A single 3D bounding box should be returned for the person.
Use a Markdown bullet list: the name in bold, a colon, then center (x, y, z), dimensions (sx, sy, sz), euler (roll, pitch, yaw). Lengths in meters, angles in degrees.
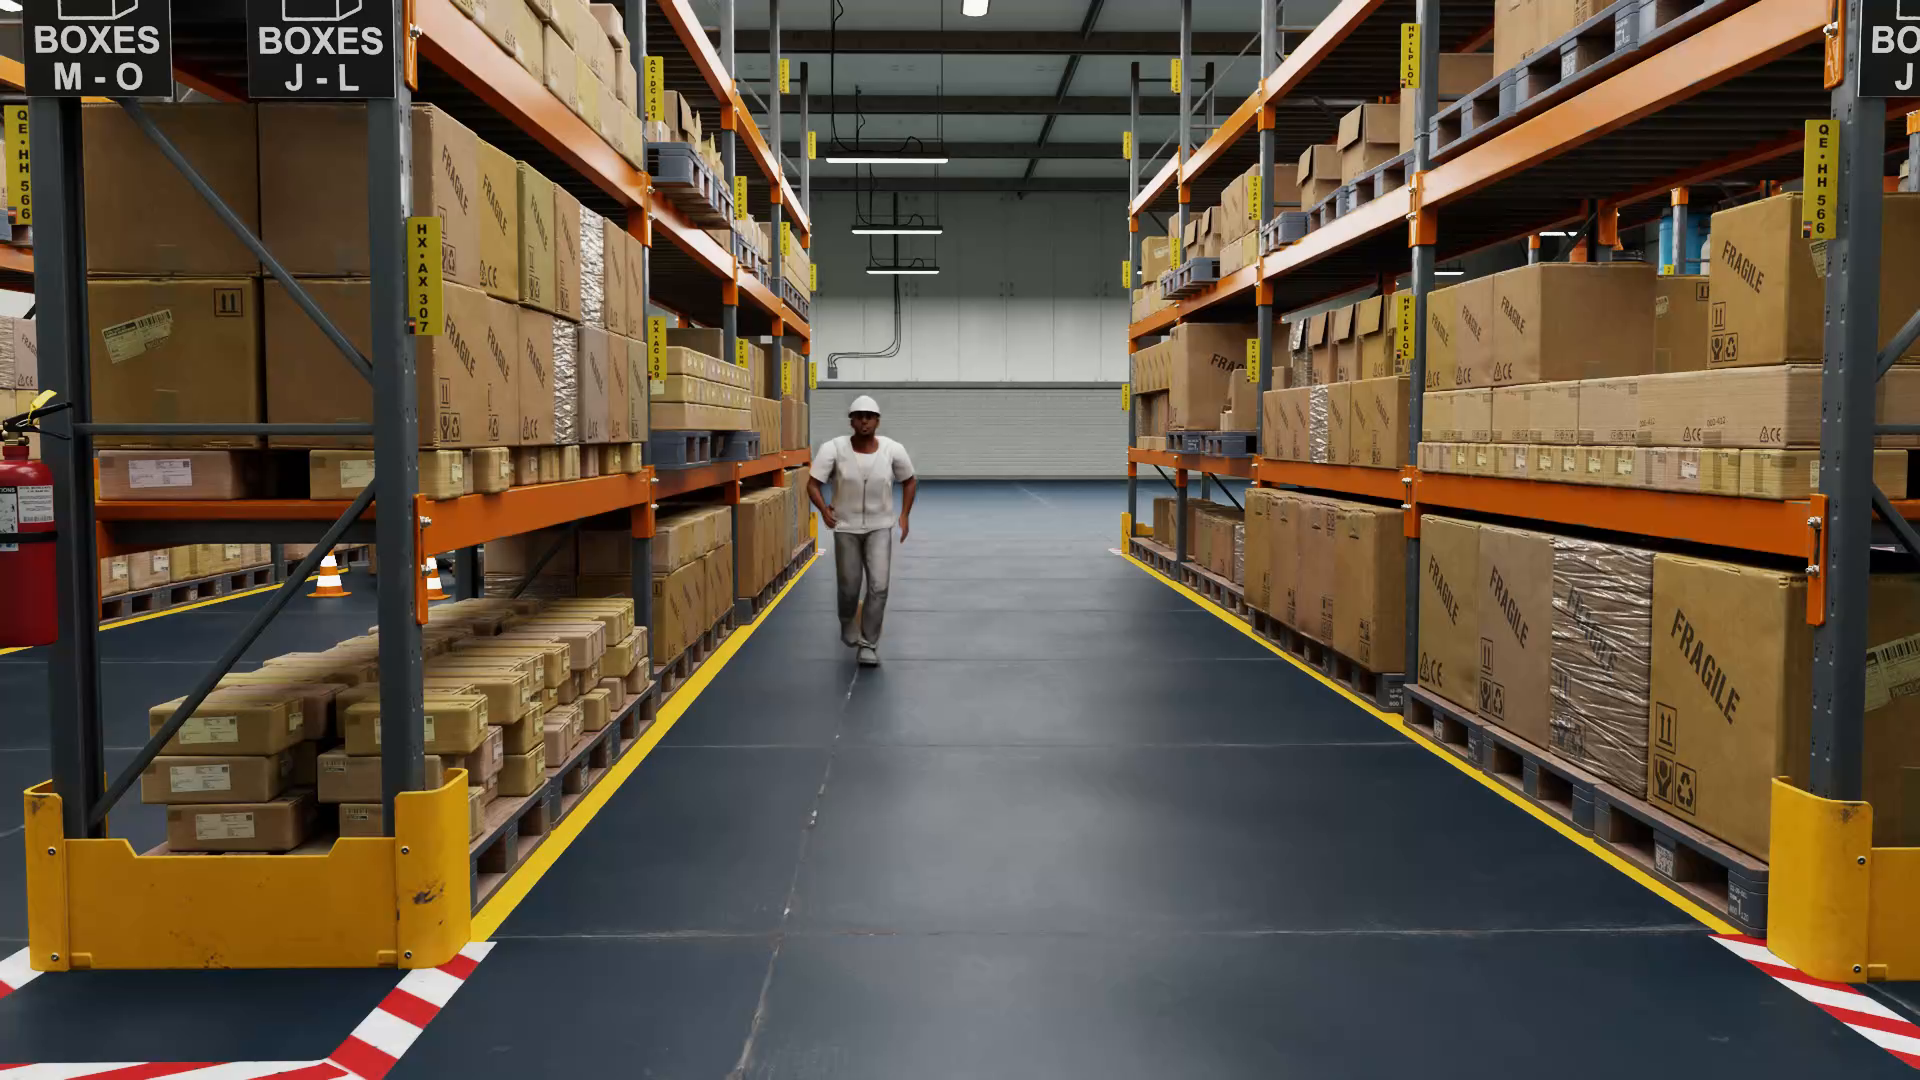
- **person**: center (-0.645, -0.074, 10.899), dimensions (0.729, 1.730, 0.766), euler (-1, 4, -9)
